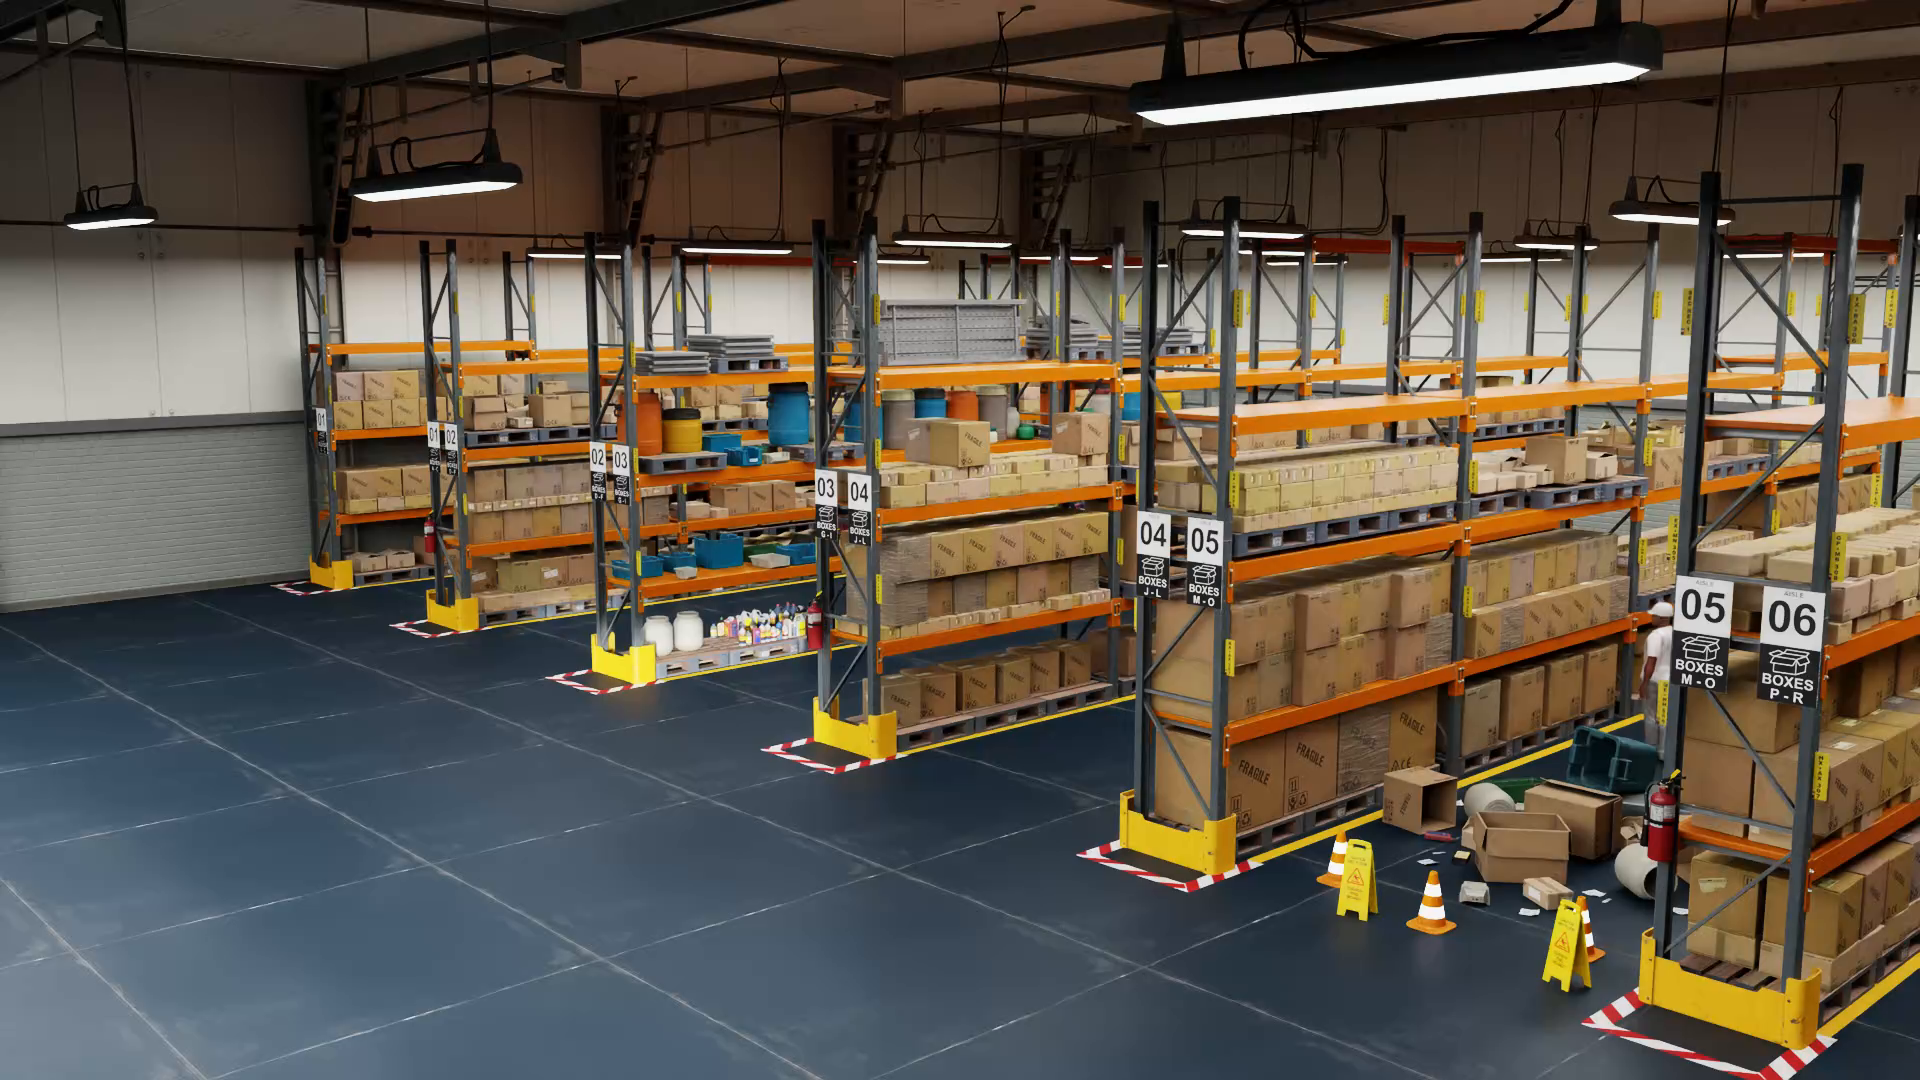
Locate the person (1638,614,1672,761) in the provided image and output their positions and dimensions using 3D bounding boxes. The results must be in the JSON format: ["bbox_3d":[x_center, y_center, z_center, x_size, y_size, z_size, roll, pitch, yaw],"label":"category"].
[{"bbox_3d":[7.863,1.594,18.636,0.610,1.736,0.428,0,8,-3],"label":"person"}]
